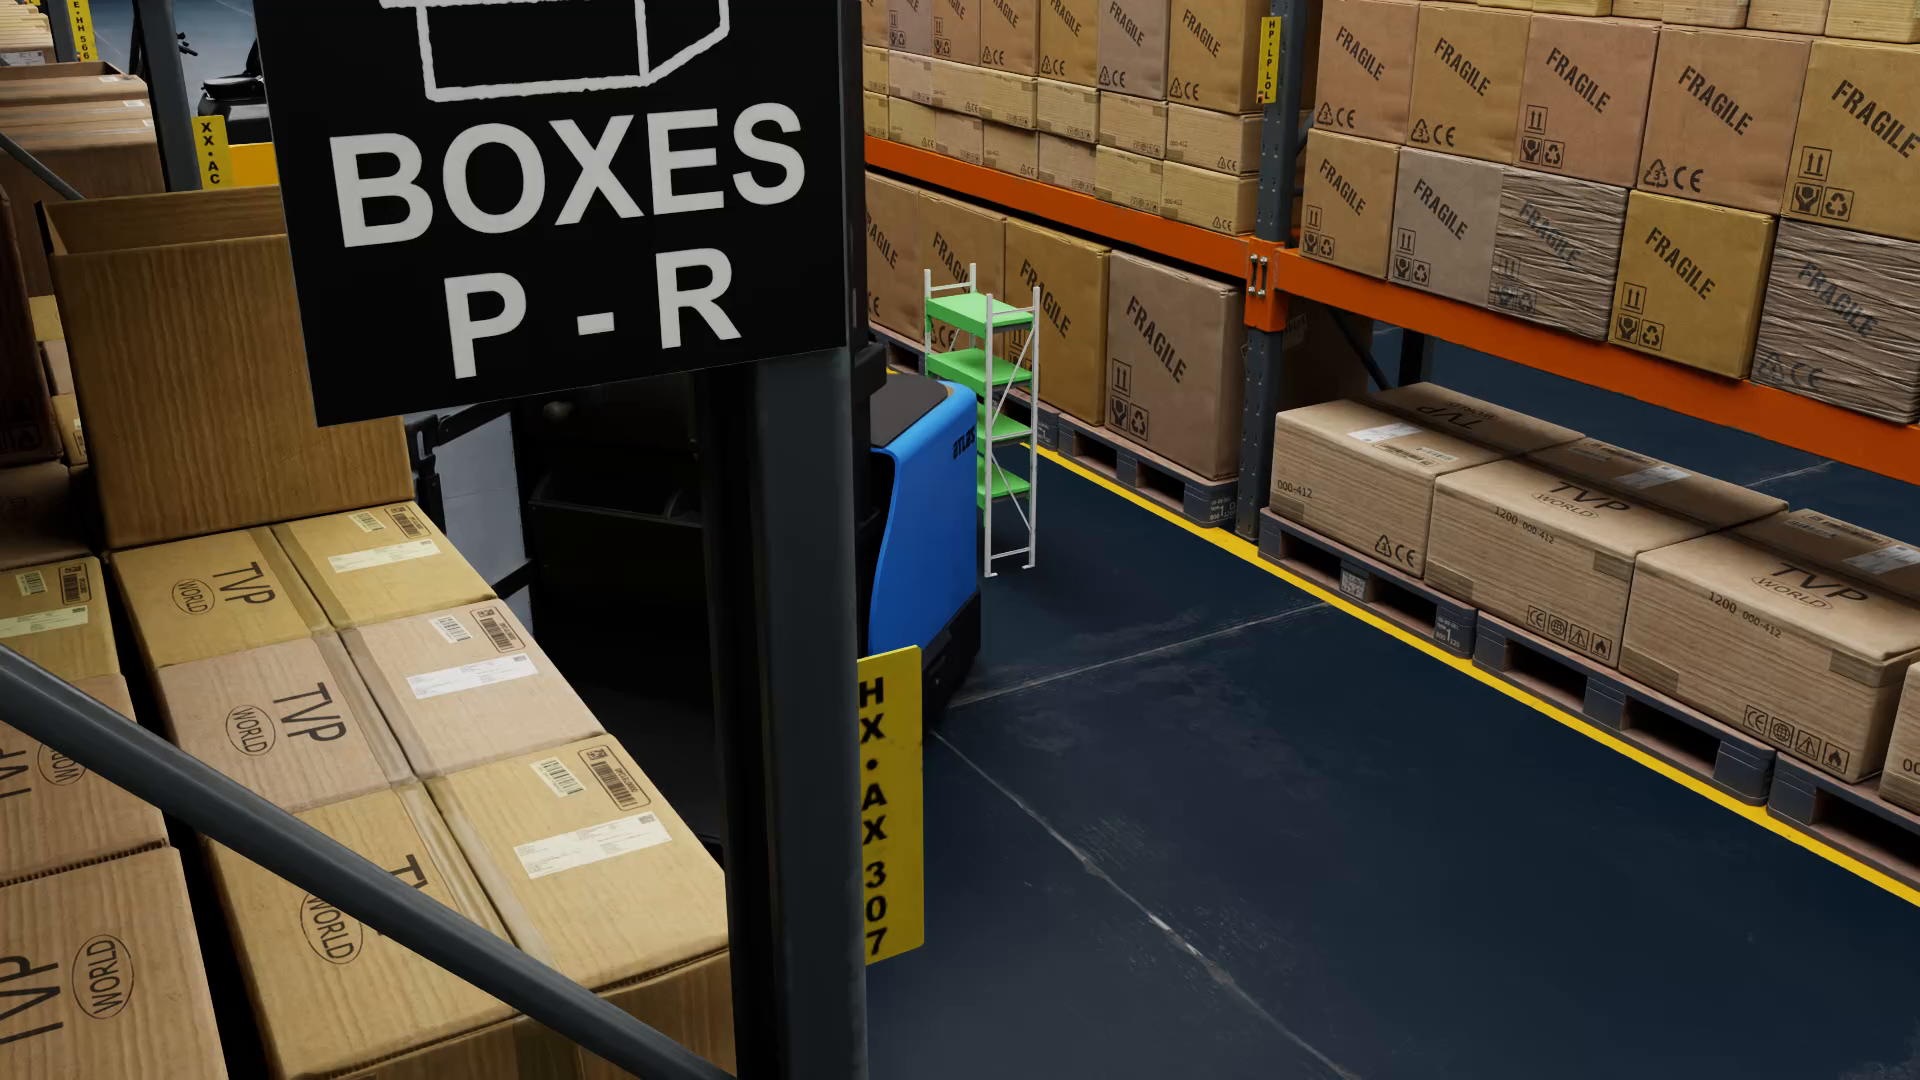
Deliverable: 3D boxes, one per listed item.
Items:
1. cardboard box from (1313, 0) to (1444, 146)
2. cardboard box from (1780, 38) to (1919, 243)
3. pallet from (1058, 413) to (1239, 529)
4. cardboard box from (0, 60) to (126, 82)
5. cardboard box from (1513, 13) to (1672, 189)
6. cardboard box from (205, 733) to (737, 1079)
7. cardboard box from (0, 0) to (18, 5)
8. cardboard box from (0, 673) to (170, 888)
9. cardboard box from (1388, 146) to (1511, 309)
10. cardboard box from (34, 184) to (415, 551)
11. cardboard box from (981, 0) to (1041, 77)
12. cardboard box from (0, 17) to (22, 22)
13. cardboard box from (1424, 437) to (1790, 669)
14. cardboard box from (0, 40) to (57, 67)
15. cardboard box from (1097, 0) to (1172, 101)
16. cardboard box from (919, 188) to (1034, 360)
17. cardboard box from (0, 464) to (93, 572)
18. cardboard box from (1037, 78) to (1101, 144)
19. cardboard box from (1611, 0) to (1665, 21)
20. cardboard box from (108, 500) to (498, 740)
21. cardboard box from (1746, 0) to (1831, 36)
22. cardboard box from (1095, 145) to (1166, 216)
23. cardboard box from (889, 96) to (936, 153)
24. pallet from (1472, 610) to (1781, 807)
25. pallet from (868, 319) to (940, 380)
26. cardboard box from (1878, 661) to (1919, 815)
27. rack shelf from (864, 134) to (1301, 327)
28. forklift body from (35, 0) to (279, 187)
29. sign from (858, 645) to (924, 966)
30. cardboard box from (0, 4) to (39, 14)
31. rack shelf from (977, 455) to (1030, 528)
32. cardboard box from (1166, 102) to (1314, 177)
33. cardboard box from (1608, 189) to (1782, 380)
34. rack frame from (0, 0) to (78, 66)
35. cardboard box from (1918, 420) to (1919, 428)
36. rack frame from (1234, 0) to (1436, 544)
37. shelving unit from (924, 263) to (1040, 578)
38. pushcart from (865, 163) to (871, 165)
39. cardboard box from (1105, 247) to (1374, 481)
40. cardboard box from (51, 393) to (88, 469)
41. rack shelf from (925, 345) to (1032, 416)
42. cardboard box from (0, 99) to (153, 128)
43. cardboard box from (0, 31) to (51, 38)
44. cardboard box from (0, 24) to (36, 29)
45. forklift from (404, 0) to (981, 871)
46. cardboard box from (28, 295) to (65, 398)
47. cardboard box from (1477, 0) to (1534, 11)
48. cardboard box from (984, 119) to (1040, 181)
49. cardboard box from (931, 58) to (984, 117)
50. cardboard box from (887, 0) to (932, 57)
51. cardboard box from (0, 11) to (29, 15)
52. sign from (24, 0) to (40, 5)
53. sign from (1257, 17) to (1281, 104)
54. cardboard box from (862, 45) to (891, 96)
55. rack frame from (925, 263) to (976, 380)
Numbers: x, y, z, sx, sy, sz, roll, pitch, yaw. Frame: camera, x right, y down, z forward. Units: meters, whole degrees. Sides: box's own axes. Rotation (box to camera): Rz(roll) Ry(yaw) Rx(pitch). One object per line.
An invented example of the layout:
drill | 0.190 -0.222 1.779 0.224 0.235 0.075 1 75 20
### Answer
cardboard box | 1.711 -1.798 6.292 0.500 0.500 0.500 -12 25 -28
cardboard box | 2.727 -1.139 4.669 0.500 0.500 0.500 -13 25 -29
pallet | 1.217 -0.433 8.097 1.003 0.211 1.213 -13 25 -28
cardboard box | -3.639 -1.578 6.515 0.797 0.503 0.637 -13 26 -29
cardboard box | 2.216 -1.466 5.473 0.500 0.500 0.500 -12 25 -27
cardboard box | -0.546 0.494 1.916 0.500 0.250 0.500 -12 25 -28
cardboard box | -6.163 -3.322 10.507 0.380 0.149 0.250 -13 26 -29
cardboard box | -1.271 0.428 2.079 0.500 0.250 0.500 -13 25 -28
cardboard box | 1.945 -1.170 6.074 0.500 0.500 0.500 -12 25 -28
cardboard box | -1.312 -0.339 2.969 0.500 0.500 0.500 -12 25 -27
cardboard box | 0.442 -2.594 8.249 0.500 0.500 0.500 -12 25 -27
cardboard box | -5.426 -2.817 9.263 0.380 0.149 0.250 -13 25 -28
cardboard box | 2.363 0.016 6.133 0.875 0.438 0.875 -13 26 -30
cardboard box | -4.542 -2.335 8.079 0.380 0.149 0.250 -12 25 -27
cardboard box | 0.962 -2.262 7.431 0.500 0.500 0.500 -12 25 -27
cardboard box | 0.367 -1.466 9.198 0.875 0.875 0.875 -12 25 -28
cardboard box | -1.787 0.097 2.892 0.500 0.250 0.500 -13 25 -28
cardboard box | 0.711 -2.075 7.967 0.500 0.250 0.500 -12 25 -27
cardboard box | 2.310 -1.744 5.296 0.380 0.149 0.250 -13 25 -28
cardboard box | -1.065 0.168 2.720 0.500 0.250 0.500 -13 26 -29
cardboard box | 2.547 -1.574 4.877 0.380 0.149 0.250 -12 25 -27
cardboard box | 0.971 -1.682 7.665 0.500 0.250 0.500 -13 25 -29
cardboard box | -0.056 -2.345 9.297 0.500 0.250 0.500 -13 26 -30
pallet | 2.625 0.459 5.902 1.003 0.211 1.213 -13 25 -28
pallet | -0.029 -1.223 10.040 1.003 0.211 1.213 -13 25 -28
cardboard box | 3.297 0.603 4.689 0.875 0.438 0.875 -14 26 -30
rack shelf | 0.655 -1.804 8.721 1.077 0.370 4.000 -13 25 -28
forklift body | -6.182 -3.762 13.711 2.313 2.155 1.214 -13 25 -28
sign | -0.079 0.256 1.549 0.100 0.325 0.005 -13 25 -28
cardboard box | -5.835 -3.173 10.141 0.380 0.149 0.250 -13 26 -30
rack shelf | 0.085 -0.221 7.068 0.258 0.148 0.480 -13 25 -28
cardboard box | 1.242 -1.748 7.163 0.500 0.250 0.500 -13 25 -28
cardboard box | 2.456 -0.841 5.264 0.500 0.500 0.500 -12 25 -27
rack frame | -4.632 -1.828 7.826 1.000 3.000 0.127 -13 25 -28
cardboard box | 3.002 -0.512 4.454 0.500 0.500 0.500 -13 26 -29
rack frame | 1.676 -1.490 6.993 1.000 3.000 0.127 -13 25 -28
shelving unit | 0.085 -0.502 6.954 0.258 1.200 0.503 -13 25 -28
pushcart | -0.476 -3.319 14.977 0.936 0.377 1.648 17 28 36
cardboard box | 1.291 -0.885 7.770 0.875 0.875 0.875 -12 25 -27
cardboard box | -1.607 -0.161 3.527 0.500 0.250 0.500 -13 25 -29
rack shelf | 0.085 -0.665 6.887 0.258 0.148 0.480 -13 25 -28
cardboard box | -2.908 -1.142 5.446 0.700 0.500 0.500 -12 25 -28
cardboard box | -4.833 -2.500 8.483 0.380 0.149 0.250 -12 25 -27
cardboard box | -5.131 -2.657 8.871 0.380 0.149 0.250 -12 25 -28
forklift | -0.906 -0.453 4.533 1.130 2.935 3.031 8 23 18
cardboard box | -2.119 -0.484 4.323 0.500 0.250 0.500 -12 25 -27
cardboard box | 2.000 -1.901 5.682 0.380 0.149 0.250 -13 25 -29
cardboard box | 0.462 -2.015 8.485 0.500 0.250 0.500 -13 25 -28
cardboard box | 0.187 -2.404 8.777 0.500 0.250 0.500 -13 25 -28
cardboard box | -0.064 -2.929 9.072 0.500 0.500 0.500 -12 25 -28
cardboard box | -5.632 -2.994 9.700 0.380 0.149 0.250 -12 25 -28
sign | -6.214 -3.731 11.074 0.100 0.325 0.005 -13 25 -28
sign | 1.215 -1.882 6.525 0.100 0.325 0.005 -13 25 -28
cardboard box | -0.320 -2.735 9.592 0.500 0.250 0.500 -13 25 -29
rack frame | -0.040 -0.581 7.148 0.240 1.200 0.015 -13 25 -28
